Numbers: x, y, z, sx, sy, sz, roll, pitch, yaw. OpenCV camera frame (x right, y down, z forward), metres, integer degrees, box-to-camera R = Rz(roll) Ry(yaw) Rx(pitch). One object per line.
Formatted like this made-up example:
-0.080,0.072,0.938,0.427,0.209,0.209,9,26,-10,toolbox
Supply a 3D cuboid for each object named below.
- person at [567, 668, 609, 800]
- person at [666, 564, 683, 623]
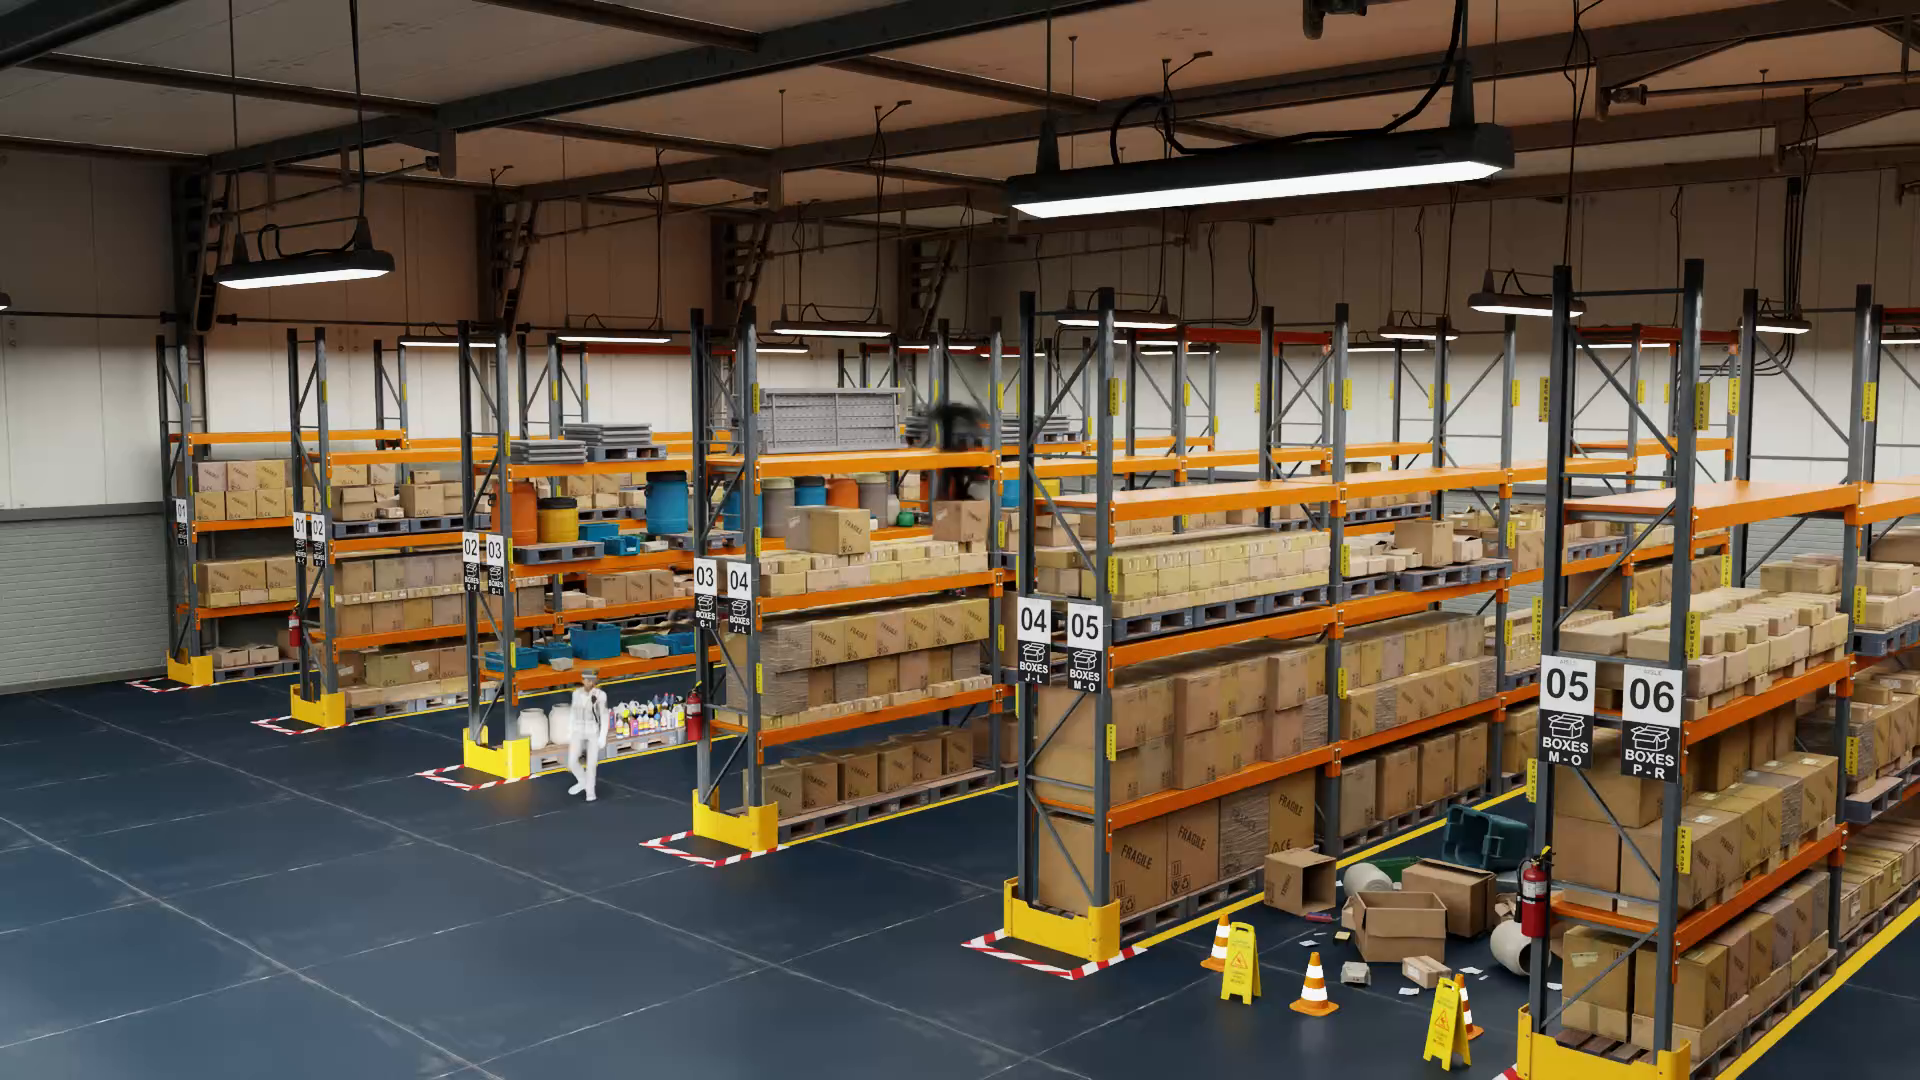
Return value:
-4.609,2.398,20.546,0.564,1.661,0.412,0,5,4,person
-5.615,1.278,32.730,0.509,1.594,0.861,5,7,42,person
